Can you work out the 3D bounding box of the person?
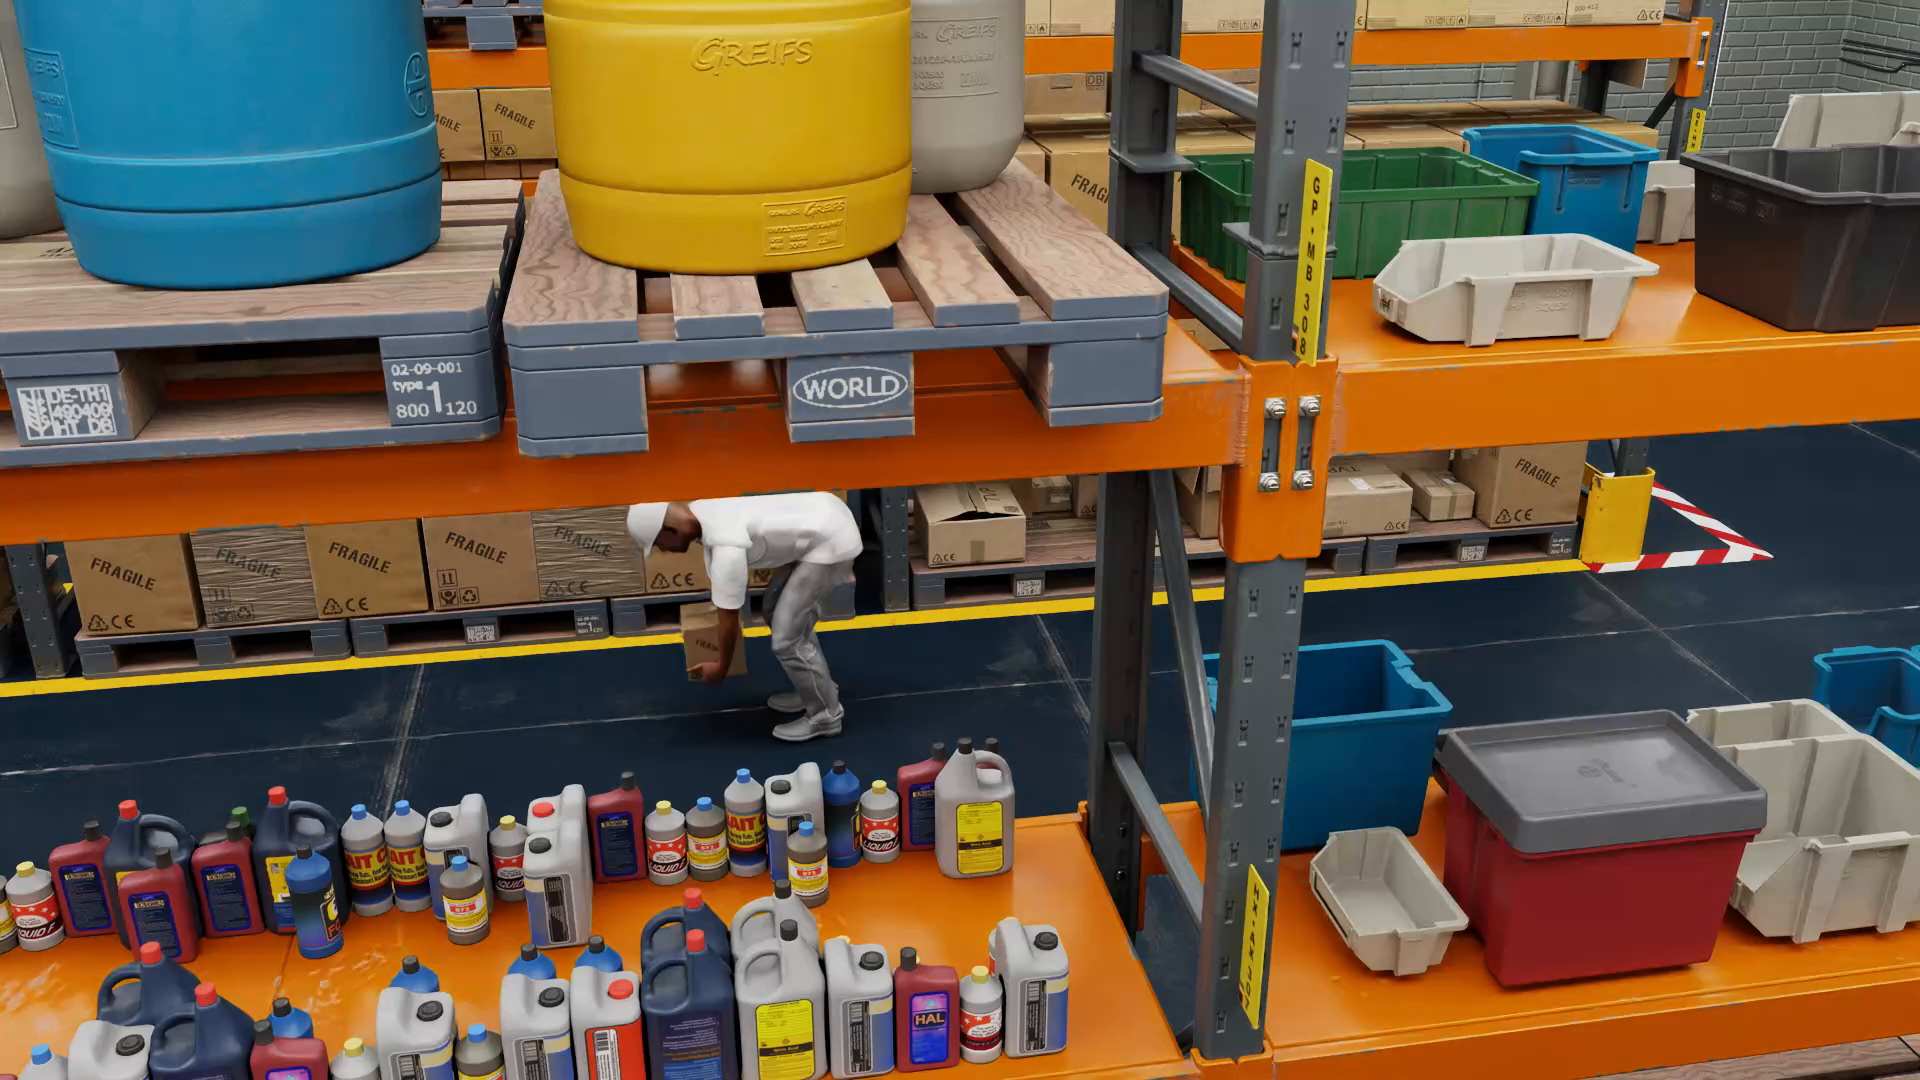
[{"bbox_3d":[-0.902,0.300,7.147,0.974,1.148,0.479,-5,24,-11],"label":"person"}]
